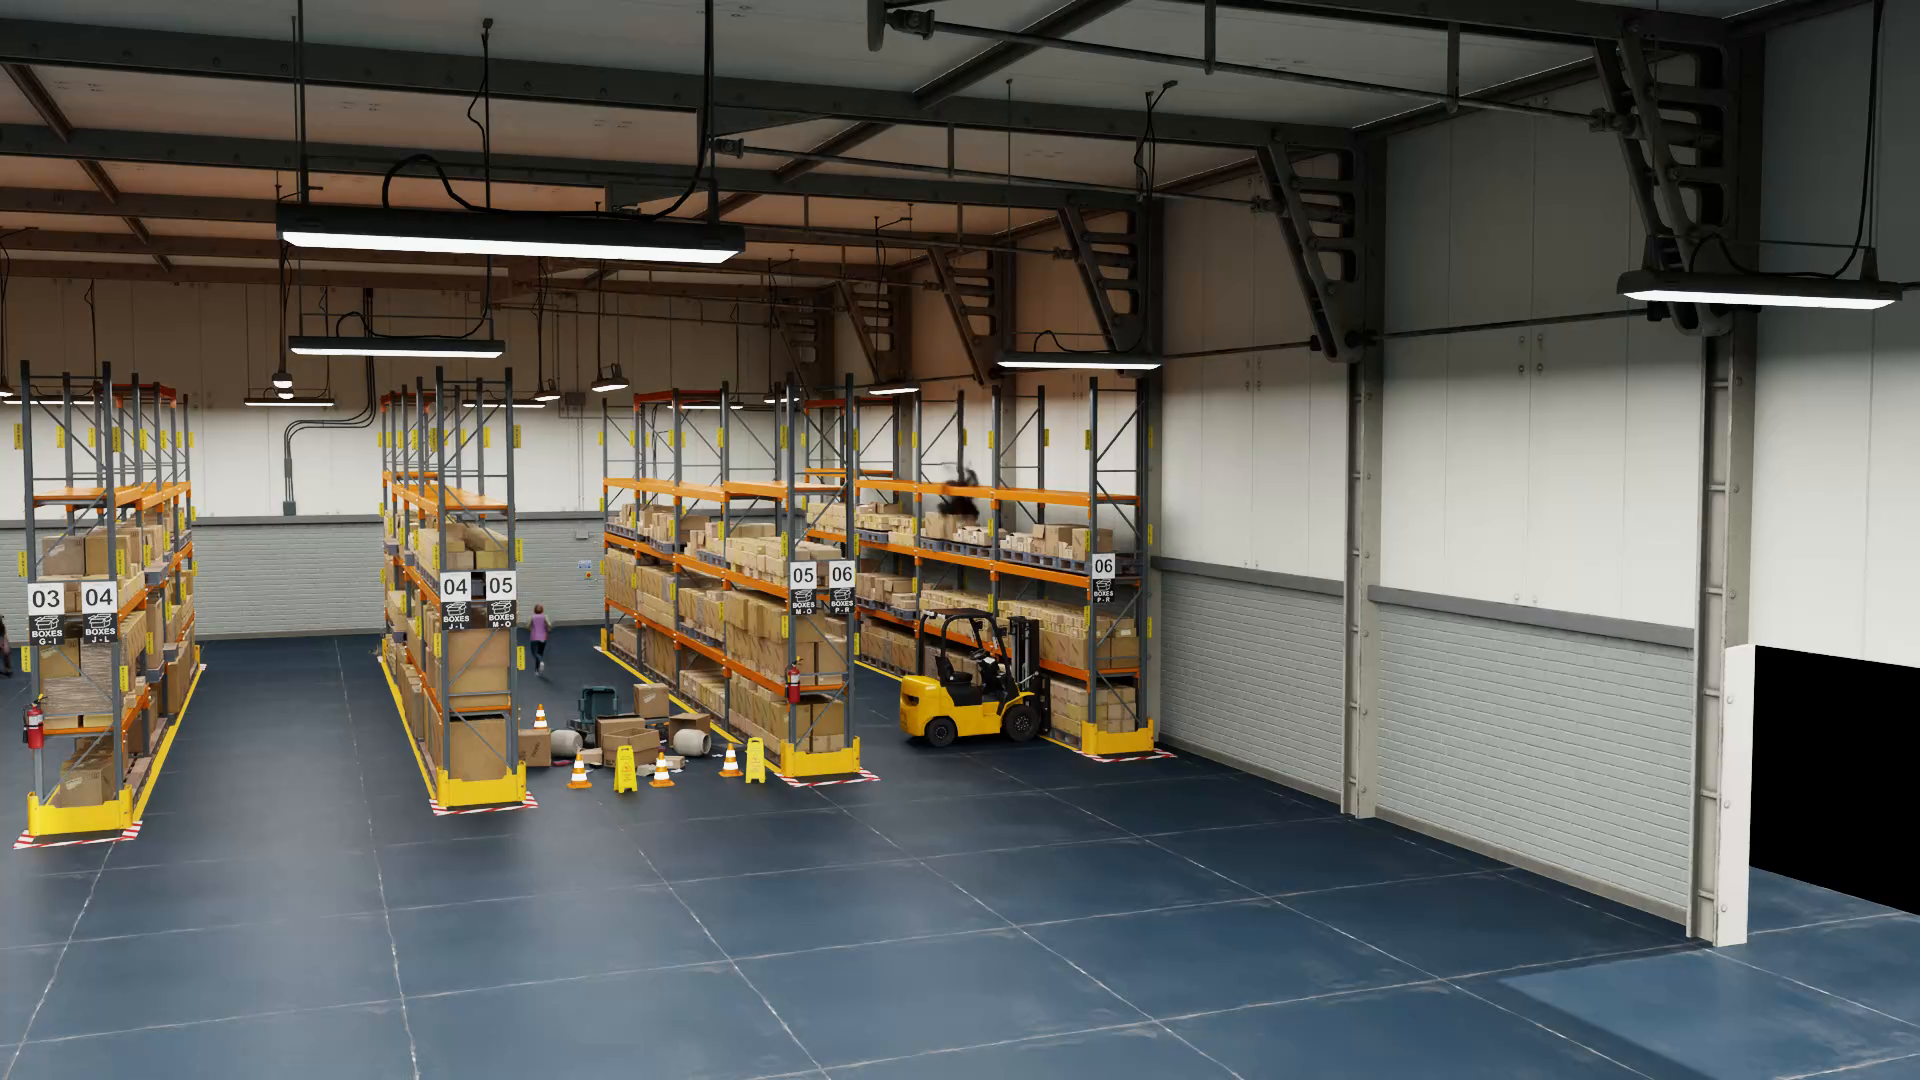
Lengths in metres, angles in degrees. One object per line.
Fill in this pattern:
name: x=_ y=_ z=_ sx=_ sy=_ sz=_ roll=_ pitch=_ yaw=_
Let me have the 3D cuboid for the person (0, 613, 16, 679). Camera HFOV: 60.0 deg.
person: x=-20.290 y=2.083 z=34.853 sx=0.682 sy=1.744 sz=0.660 roll=2 pitch=4 yaw=36

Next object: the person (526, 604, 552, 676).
person: x=-8.828 y=2.129 z=34.832 sx=0.509 sy=1.590 sz=1.022 roll=-2 pitch=4 yaw=-28

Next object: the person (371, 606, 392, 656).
person: x=-13.248 y=1.849 z=38.706 sx=1.000 sy=1.610 sz=0.595 roll=-3 pitch=4 yaw=-38
